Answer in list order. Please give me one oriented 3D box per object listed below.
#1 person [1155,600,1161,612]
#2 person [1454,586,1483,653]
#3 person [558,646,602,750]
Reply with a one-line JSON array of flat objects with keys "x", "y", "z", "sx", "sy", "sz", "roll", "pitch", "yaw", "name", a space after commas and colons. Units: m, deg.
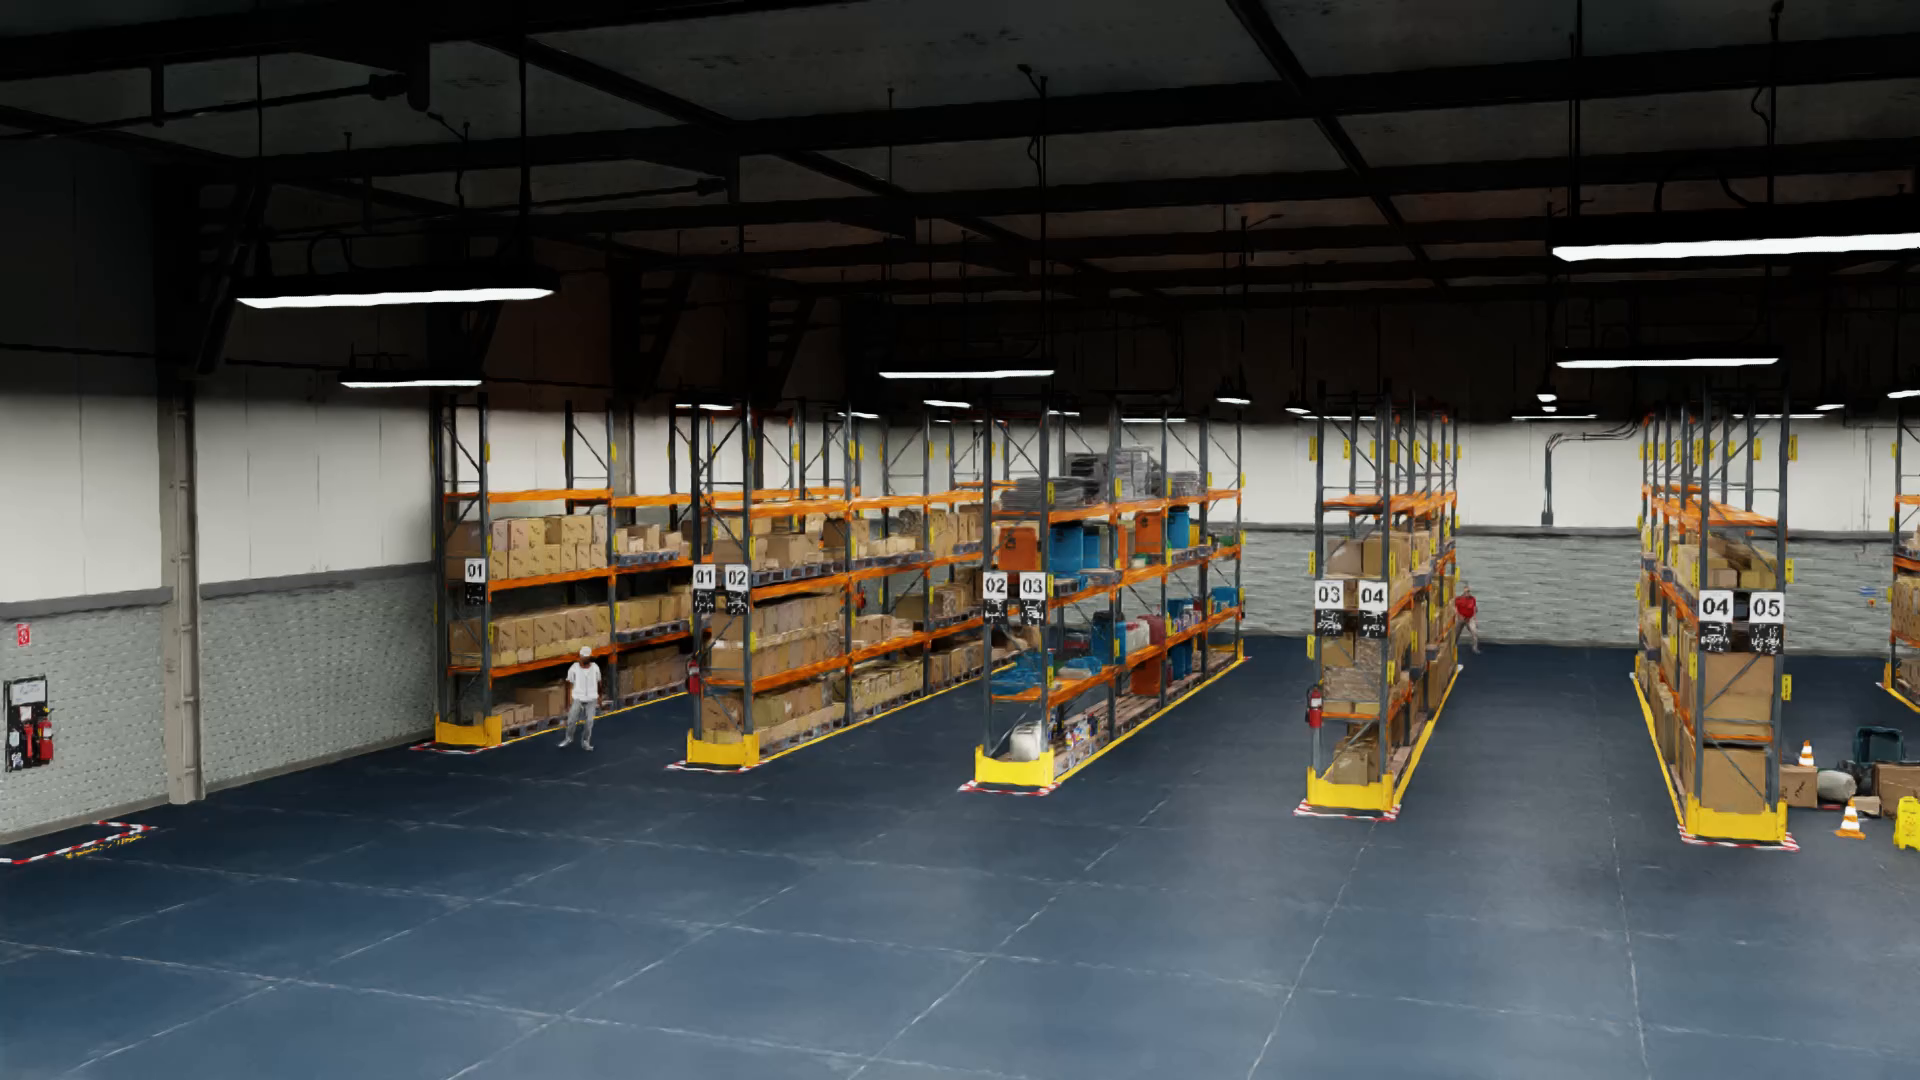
[{"x": 4.642, "y": 2.161, "z": 38.081, "sx": 0.522, "sy": 1.622, "sz": 0.952, "roll": 3, "pitch": 4, "yaw": 42, "name": "person"}, {"x": 12.542, "y": 1.967, "z": 41.262, "sx": 0.700, "sy": 1.658, "sz": 0.863, "roll": 0, "pitch": 3, "yaw": 3, "name": "person"}, {"x": -6.353, "y": 2.636, "z": 27.803, "sx": 0.720, "sy": 1.756, "sz": 0.526, "roll": -1, "pitch": 3, "yaw": -20, "name": "person"}]
